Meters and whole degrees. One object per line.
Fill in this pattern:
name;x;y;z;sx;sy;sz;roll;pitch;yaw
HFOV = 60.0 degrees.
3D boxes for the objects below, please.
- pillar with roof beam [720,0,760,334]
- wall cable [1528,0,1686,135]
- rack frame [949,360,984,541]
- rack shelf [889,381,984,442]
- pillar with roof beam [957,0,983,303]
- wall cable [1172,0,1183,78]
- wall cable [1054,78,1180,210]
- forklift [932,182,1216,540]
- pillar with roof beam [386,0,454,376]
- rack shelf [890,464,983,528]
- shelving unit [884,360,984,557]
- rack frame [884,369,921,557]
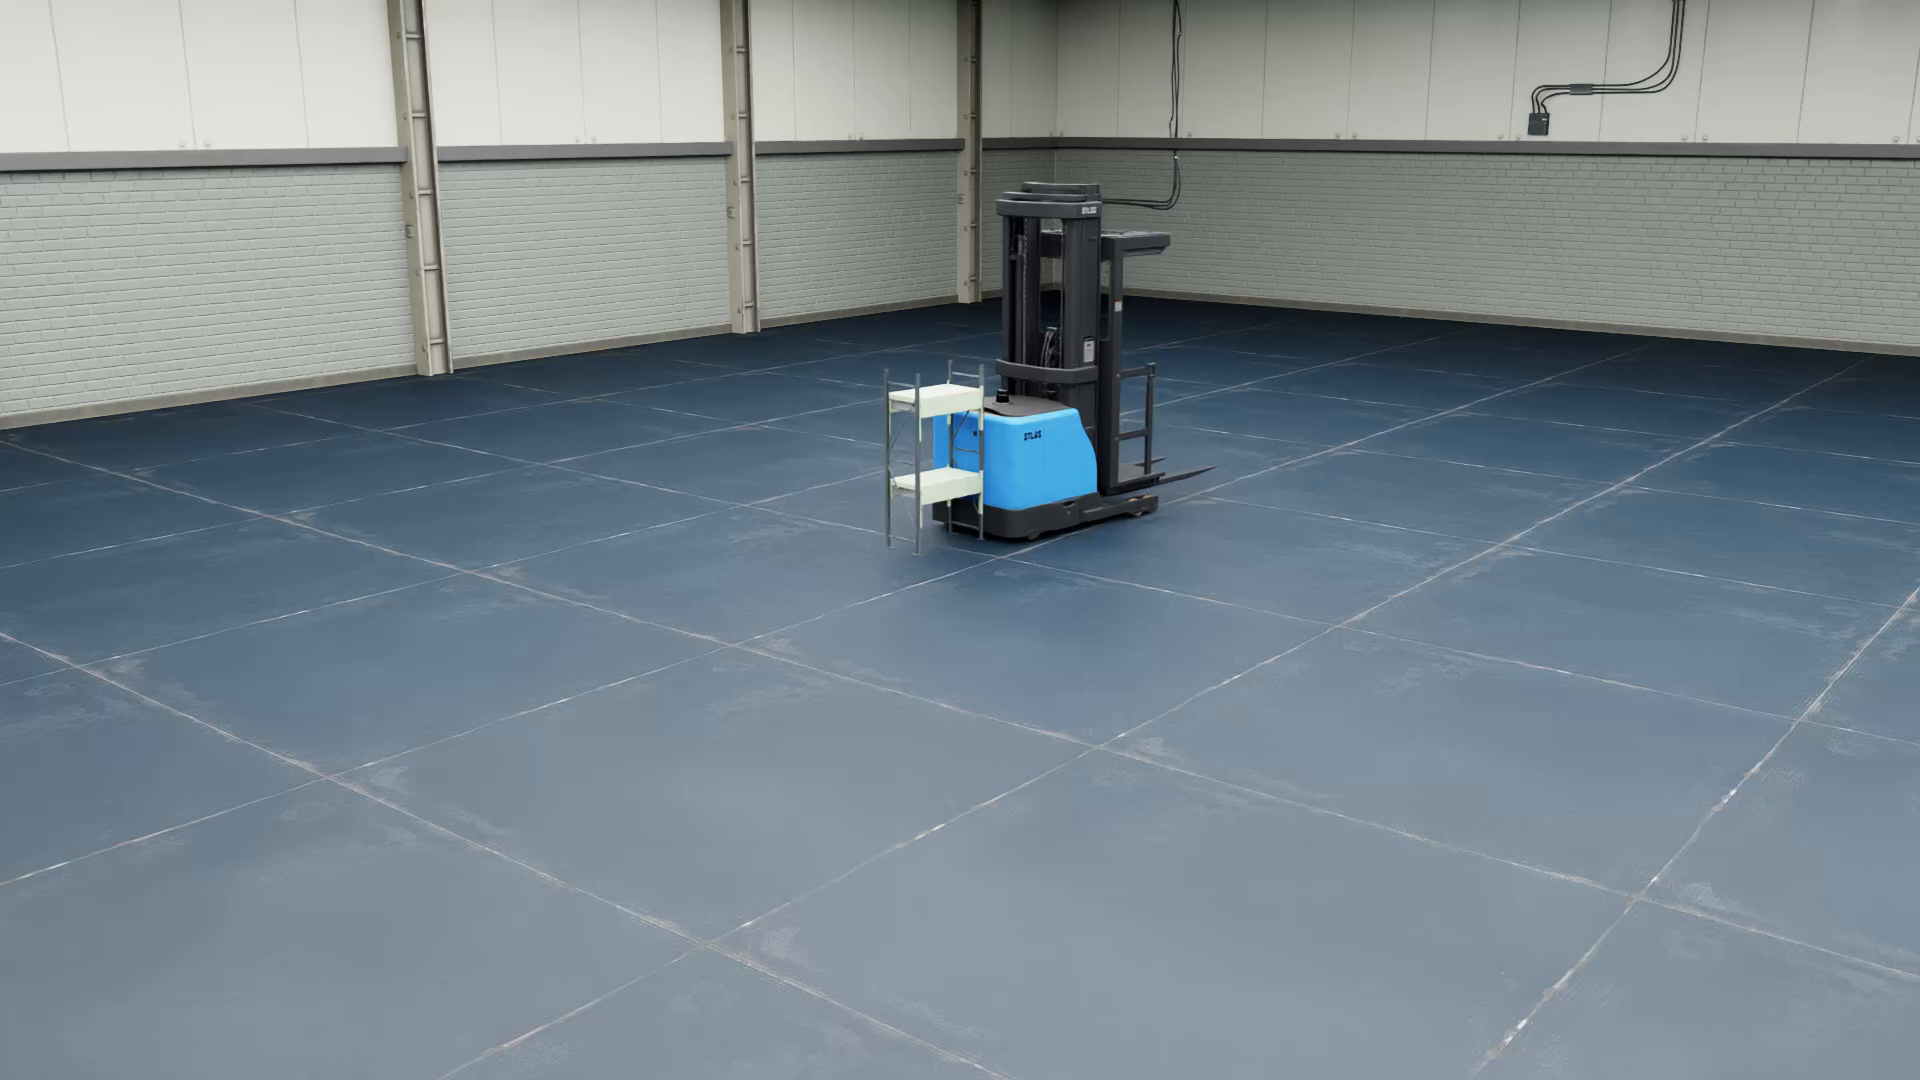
pillar with roof beam;-0.242;-7.181;24.115;9.100;9.000;0.400;11;18;38
wall cable;10.435;-9.532;26.462;2.305;6.003;0.169;11;18;38
rack frame;0.052;-0.753;14.040;0.023;1.500;0.400;-14;20;-43
rack shelf;-0.209;-1.068;13.694;0.720;0.370;0.431;-14;20;-43
pillar with roof beam;3.529;-8.330;28.638;9.100;9.000;0.400;11;18;38
wall cable;5.165;-9.880;30.788;3.097;2.526;0.112;11;18;38
wall cable;3.061;-7.851;33.058;3.097;2.526;0.112;11;18;38
forklift;1.157;-1.709;14.898;3.031;2.935;1.130;-14;20;-43
pillar with roof beam;-4.013;-6.032;19.592;9.100;9.000;0.400;11;18;38
rack shelf;-0.209;-0.373;13.870;0.720;0.370;0.431;-14;20;-43
shelving unit;-0.209;-0.689;13.790;0.755;1.500;0.431;-14;20;-43
rack frame;-0.469;-0.626;13.540;0.023;1.500;0.400;-14;20;-43
